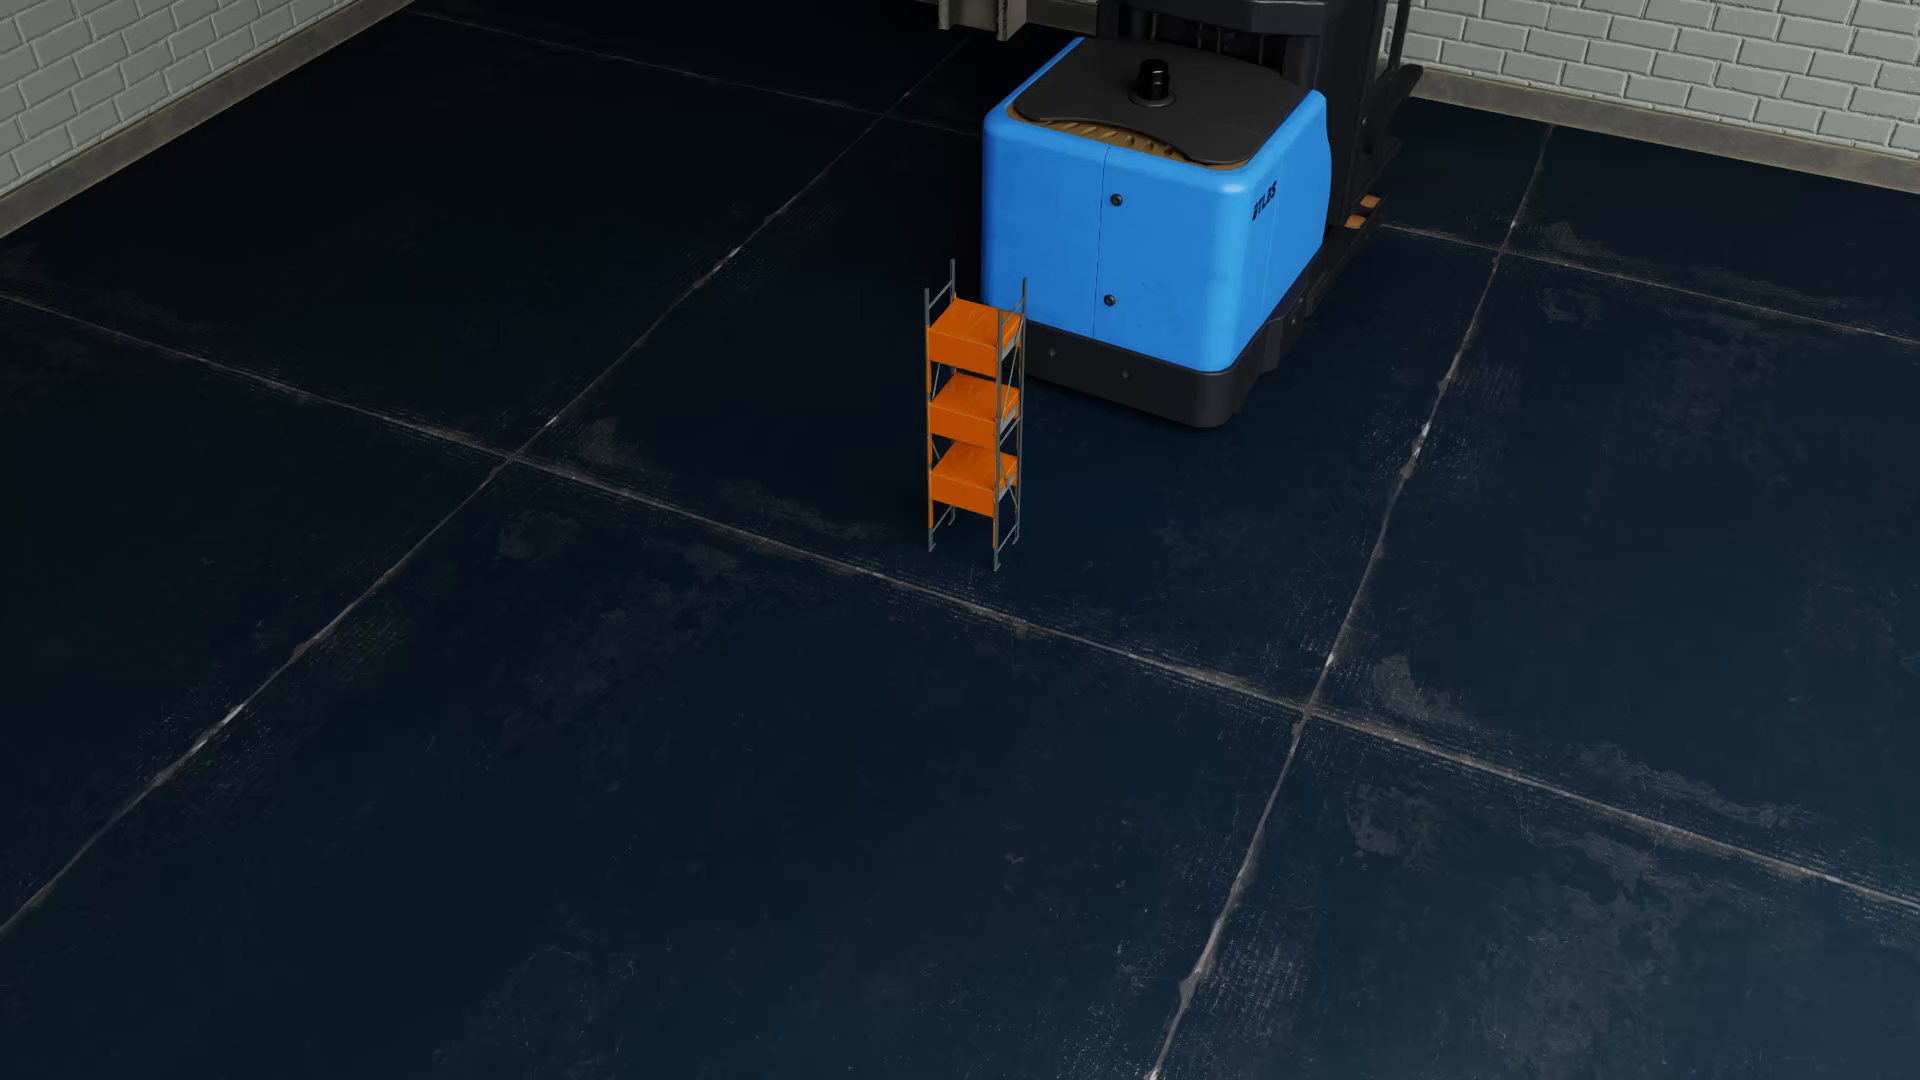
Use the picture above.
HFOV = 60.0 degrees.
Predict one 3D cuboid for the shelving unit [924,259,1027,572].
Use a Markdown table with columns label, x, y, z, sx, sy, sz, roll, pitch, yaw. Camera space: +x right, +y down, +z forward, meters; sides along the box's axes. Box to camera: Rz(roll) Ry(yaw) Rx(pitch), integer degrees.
| label | x | y | z | sx | sy | sz | roll | pitch | yaw |
| --- | --- | --- | --- | --- | --- | --- | --- | --- | --- |
| shelving unit | 0.048 | -0.382 | 5.389 | 0.252 | 1.050 | 0.215 | 17 | 44 | 19 |

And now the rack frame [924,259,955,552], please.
| label | x | y | z | sx | sy | sz | roll | pitch | yaw |
| --- | --- | --- | --- | --- | --- | --- | --- | --- | --- |
| rack frame | -0.062 | -0.416 | 5.428 | 0.008 | 1.050 | 0.200 | 17 | 44 | 19 |

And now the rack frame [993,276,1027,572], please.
| label | x | y | z | sx | sy | sz | roll | pitch | yaw |
| --- | --- | --- | --- | --- | --- | --- | --- | --- | --- |
| rack frame | 0.159 | -0.348 | 5.350 | 0.008 | 1.050 | 0.200 | 17 | 44 | 19 |

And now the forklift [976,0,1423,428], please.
| label | x | y | z | sx | sy | sz | roll | pitch | yaw |
| --- | --- | --- | --- | --- | --- | --- | --- | --- | --- |
| forklift | 1.217 | -2.473 | 6.365 | 1.130 | 2.935 | 3.031 | 20 | 45 | 21 |

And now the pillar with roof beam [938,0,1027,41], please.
| label | x | y | z | sx | sy | sz | roll | pitch | yaw |
| --- | --- | --- | --- | --- | --- | --- | --- | --- | --- |
| pillar with roof beam | -1.694 | -3.628 | 3.065 | 0.400 | 9.000 | 9.100 | 17 | 44 | 19 |

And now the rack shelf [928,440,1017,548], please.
| label | x | y | z | sx | sy | sz | roll | pitch | yaw |
| --- | --- | --- | --- | --- | --- | --- | --- | --- | --- |
| rack shelf | 0.048 | -0.164 | 5.578 | 0.240 | 0.259 | 0.215 | 17 | 44 | 19 |

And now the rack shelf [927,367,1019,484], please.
| label | x | y | z | sx | sy | sz | roll | pitch | yaw |
| --- | --- | --- | --- | --- | --- | --- | --- | --- | --- |
| rack shelf | 0.048 | -0.374 | 5.396 | 0.240 | 0.259 | 0.215 | 17 | 44 | 19 |

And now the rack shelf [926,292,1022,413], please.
| label | x | y | z | sx | sy | sz | roll | pitch | yaw |
| --- | --- | --- | --- | --- | --- | --- | --- | --- | --- |
| rack shelf | 0.048 | -0.588 | 5.210 | 0.240 | 0.259 | 0.215 | 17 | 44 | 19 |
